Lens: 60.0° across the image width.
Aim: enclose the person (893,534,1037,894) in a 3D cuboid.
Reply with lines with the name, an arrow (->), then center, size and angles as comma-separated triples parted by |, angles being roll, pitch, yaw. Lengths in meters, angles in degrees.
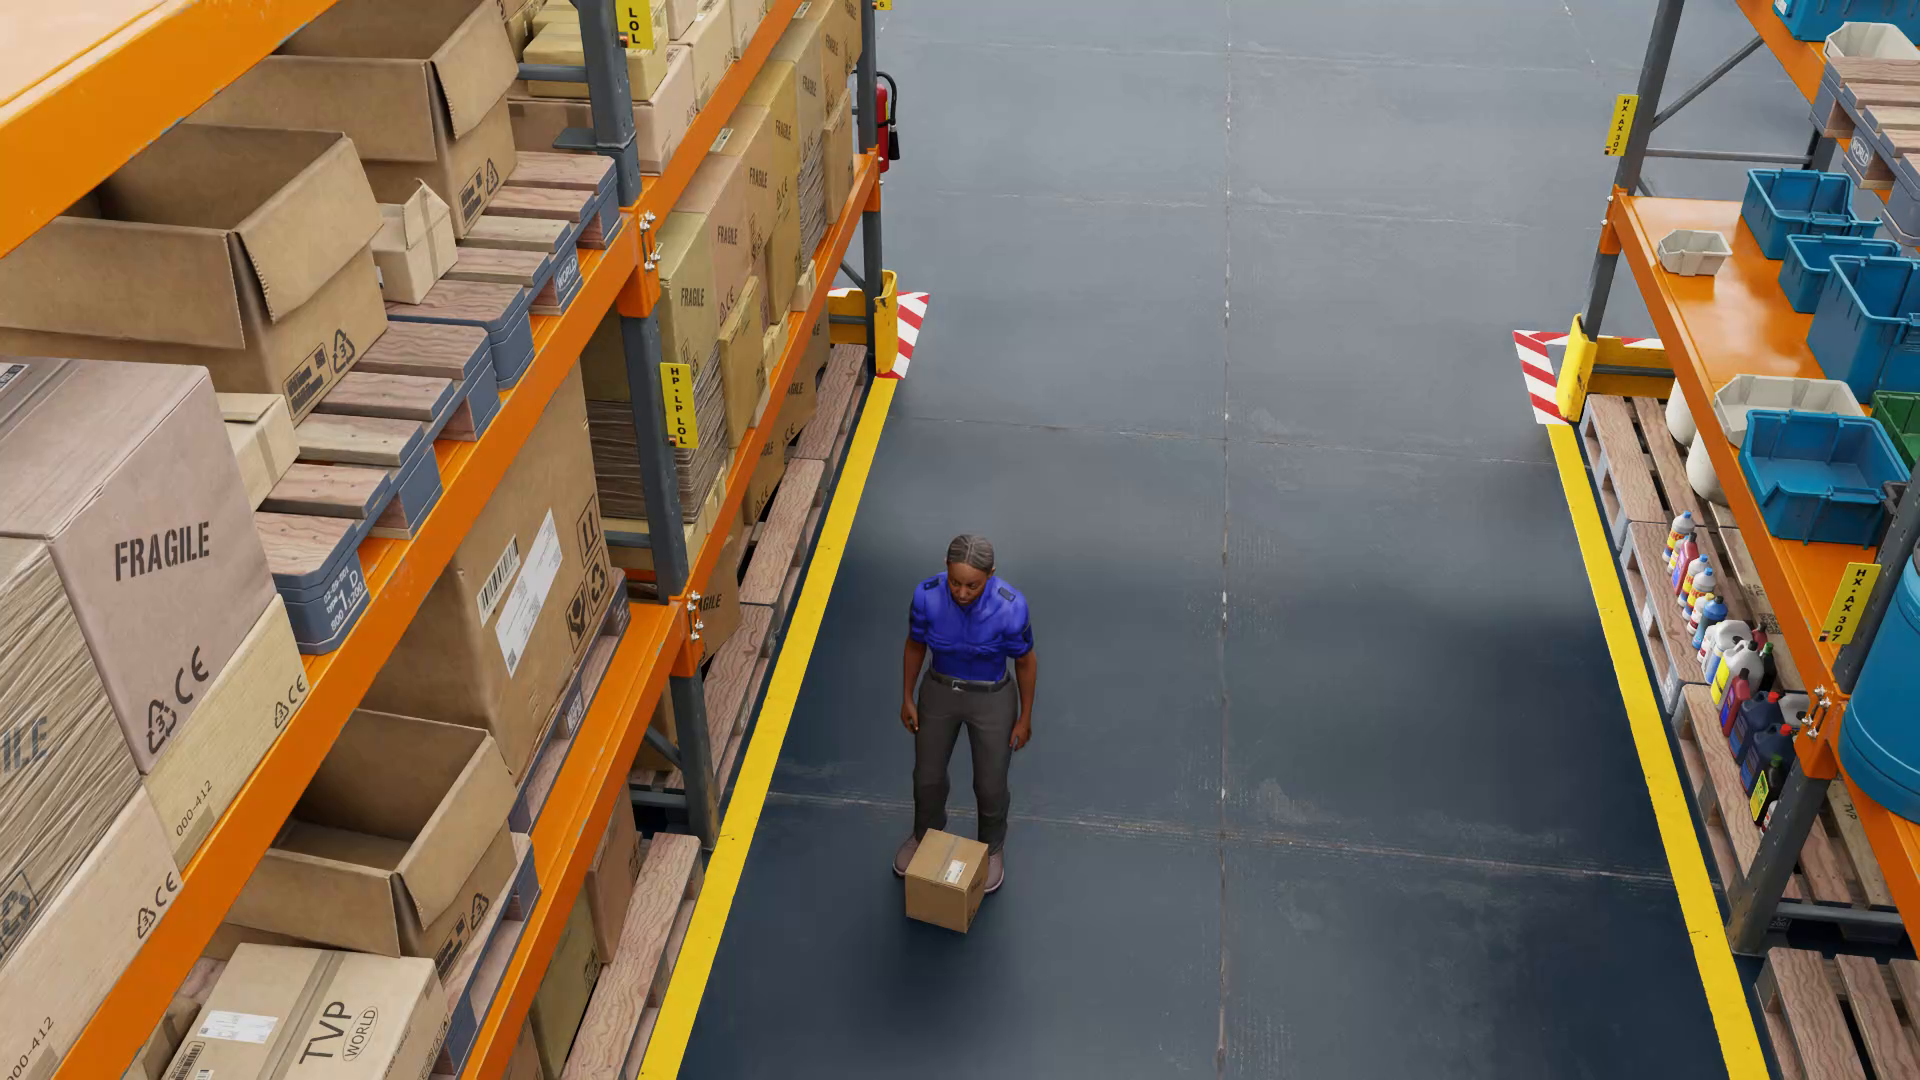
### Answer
person -> 0.014, 0.618, 6.202 | 0.532, 1.655, 0.346 | 8, 37, 11
